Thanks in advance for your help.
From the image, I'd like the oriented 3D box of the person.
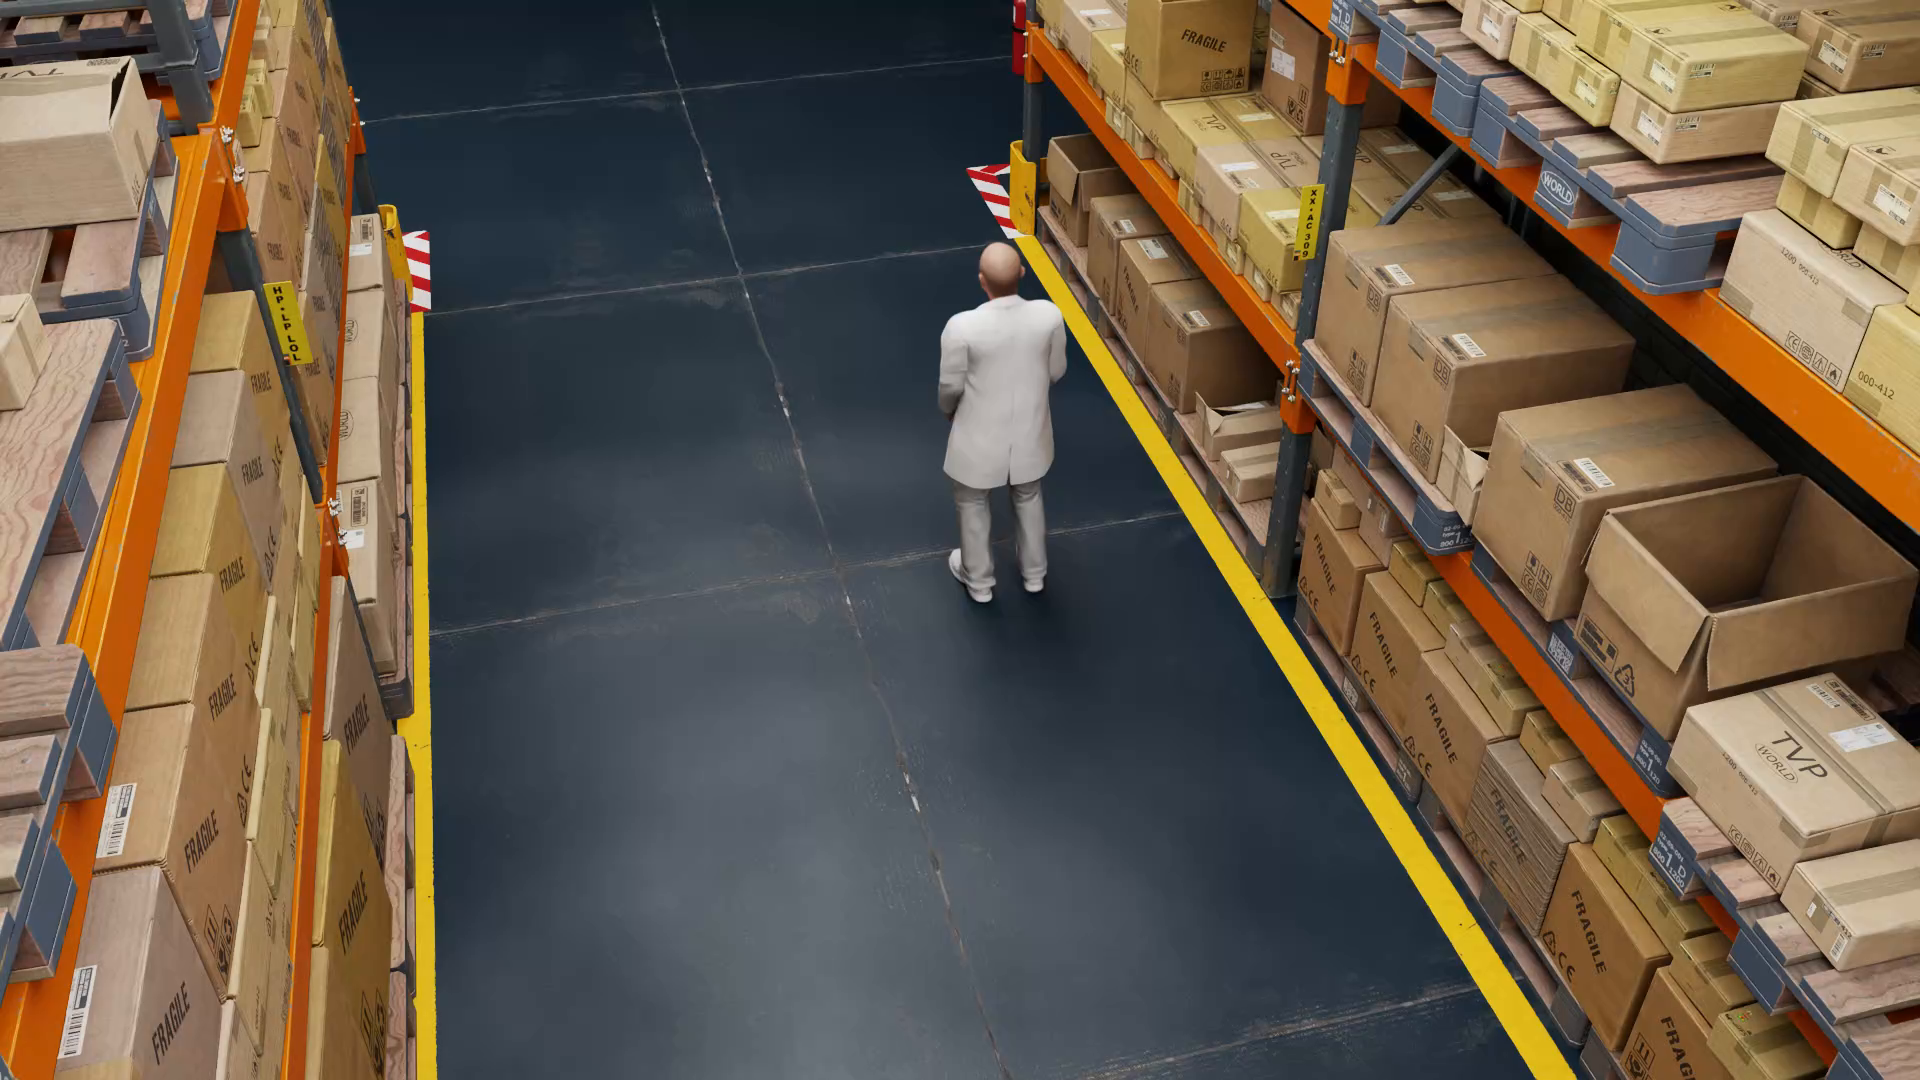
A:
[{"bbox_3d":[0.167,-0.530,7.407,0.577,1.782,0.455,-10,39,-13],"label":"person"}]
